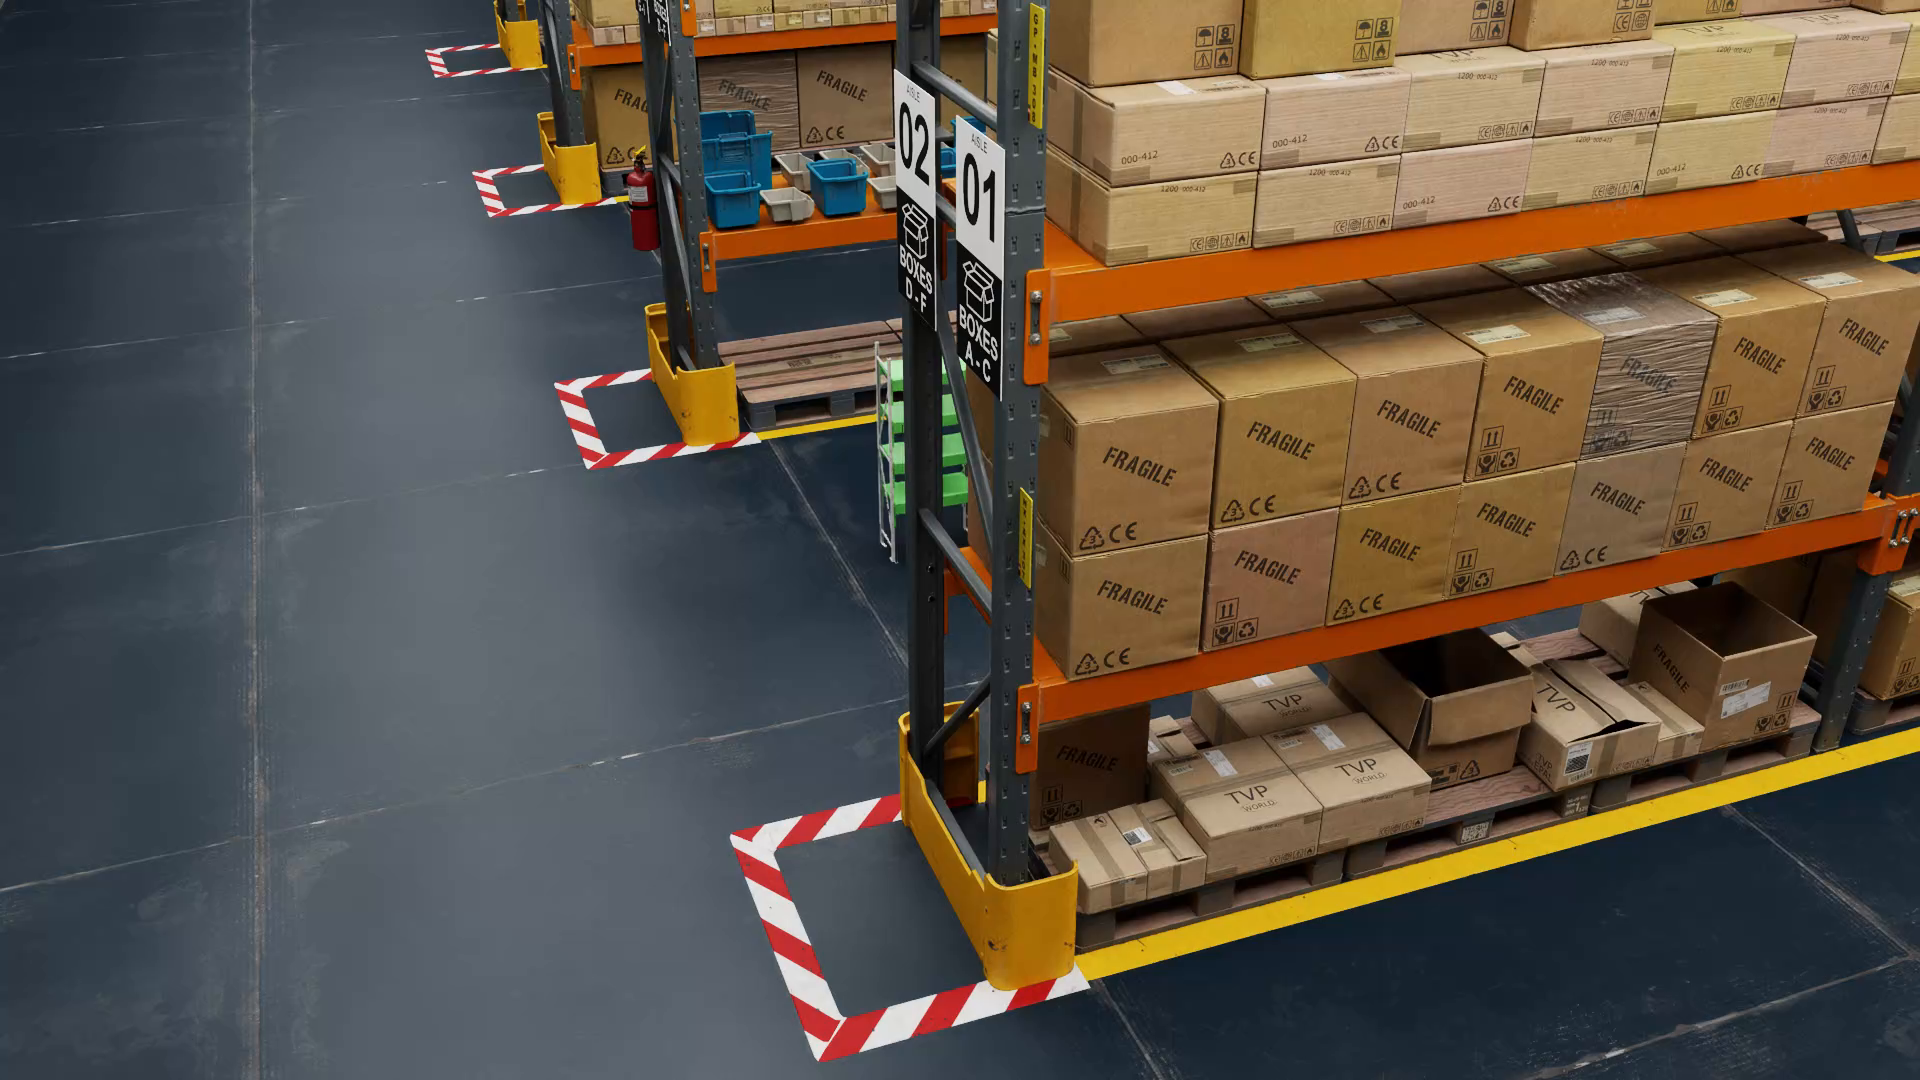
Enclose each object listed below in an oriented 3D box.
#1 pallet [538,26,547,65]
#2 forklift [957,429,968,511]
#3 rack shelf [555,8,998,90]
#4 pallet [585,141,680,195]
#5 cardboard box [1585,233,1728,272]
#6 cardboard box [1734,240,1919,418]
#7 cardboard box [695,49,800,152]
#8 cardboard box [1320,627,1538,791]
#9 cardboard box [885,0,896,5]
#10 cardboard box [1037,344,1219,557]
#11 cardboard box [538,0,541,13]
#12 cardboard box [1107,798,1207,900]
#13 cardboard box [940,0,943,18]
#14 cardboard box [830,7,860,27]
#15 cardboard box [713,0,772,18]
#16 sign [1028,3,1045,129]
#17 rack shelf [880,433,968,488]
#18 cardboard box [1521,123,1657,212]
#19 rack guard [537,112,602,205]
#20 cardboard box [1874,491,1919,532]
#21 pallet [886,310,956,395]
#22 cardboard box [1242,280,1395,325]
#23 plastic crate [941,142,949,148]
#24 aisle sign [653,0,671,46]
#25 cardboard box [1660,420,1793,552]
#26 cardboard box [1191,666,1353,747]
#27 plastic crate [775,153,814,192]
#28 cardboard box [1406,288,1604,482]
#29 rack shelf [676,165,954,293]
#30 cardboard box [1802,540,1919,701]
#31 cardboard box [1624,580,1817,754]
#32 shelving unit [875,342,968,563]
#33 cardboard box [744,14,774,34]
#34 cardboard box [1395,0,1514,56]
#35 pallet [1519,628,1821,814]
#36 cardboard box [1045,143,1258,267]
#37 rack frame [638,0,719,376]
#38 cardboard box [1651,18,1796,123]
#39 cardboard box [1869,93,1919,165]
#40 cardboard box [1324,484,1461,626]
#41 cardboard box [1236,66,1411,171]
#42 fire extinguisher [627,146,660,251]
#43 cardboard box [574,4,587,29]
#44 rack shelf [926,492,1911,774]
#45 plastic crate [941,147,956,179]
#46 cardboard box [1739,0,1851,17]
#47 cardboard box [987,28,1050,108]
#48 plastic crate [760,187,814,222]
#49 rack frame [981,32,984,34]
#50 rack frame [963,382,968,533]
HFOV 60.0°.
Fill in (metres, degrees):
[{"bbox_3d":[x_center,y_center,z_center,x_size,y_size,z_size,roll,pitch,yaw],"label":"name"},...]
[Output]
[{"bbox_3d":[-4.221,-5.722,19.080,1.213,0.211,1.003,-10,31,-18],"label":"pallet"},{"bbox_3d":[1.556,-1.473,8.875,3.031,2.935,1.130,-7,30,-13],"label":"forklift"},{"bbox_3d":[-1.556,-4.511,14.864,4.000,0.370,1.077,-10,31,-18],"label":"rack shelf"},{"bbox_3d":[-2.709,-3.441,15.076,1.213,0.211,1.003,-10,31,-18],"label":"pallet"},{"bbox_3d":[2.746,-1.010,6.881,0.500,0.500,0.500,-11,32,-19],"label":"cardboard box"},{"bbox_3d":[3.385,-0.842,6.587,0.500,0.500,0.500,-10,31,-17],"label":"cardboard box"},{"bbox_3d":[-2.006,-4.042,15.037,0.875,0.875,0.875,-10,31,-18],"label":"cardboard box"},{"bbox_3d":[2.010,0.648,7.159,0.637,0.503,0.797,-10,31,-18],"label":"cardboard box"},{"bbox_3d":[-0.488,-4.944,14.749,0.500,0.250,0.500,-9,31,-16],"label":"cardboard box"},{"bbox_3d":[0.528,-0.314,5.659,0.500,0.500,0.500,-9,31,-16],"label":"cardboard box"},{"bbox_3d":[-4.670,-6.093,19.070,0.250,0.149,0.380,-11,32,-19],"label":"cardboard box"},{"bbox_3d":[0.767,1.202,6.527,0.250,0.166,0.380,-10,31,-18],"label":"cardboard box"},{"bbox_3d":[-0.335,-4.766,14.839,0.250,0.149,0.380,-11,31,-18],"label":"cardboard box"},{"bbox_3d":[-1.058,-4.633,14.605,0.250,0.149,0.380,-11,31,-18],"label":"cardboard box"},{"bbox_3d":[-1.930,-4.678,14.281,0.500,0.250,0.500,-11,32,-19],"label":"cardboard box"},{"bbox_3d":[0.209,-1.313,4.611,0.005,0.325,0.100,-10,31,-18],"label":"sign"},{"bbox_3d":[-0.166,-0.436,8.933,0.480,0.148,0.258,-10,31,-16],"label":"rack shelf"},{"bbox_3d":[1.998,-1.347,5.705,0.500,0.250,0.500,-10,31,-18],"label":"cardboard box"},{"bbox_3d":[-3.453,-3.388,14.692,0.348,0.500,1.175,-10,31,-18],"label":"rack guard"},{"bbox_3d":[4.598,0.023,8.259,0.500,0.500,0.500,-10,31,-17],"label":"cardboard box"},{"bbox_3d":[0.224,-1.302,11.322,1.213,0.211,1.003,-10,31,-18],"label":"pallet"},{"bbox_3d":[1.299,-0.743,6.413,0.500,0.500,0.500,-10,31,-16],"label":"cardboard box"},{"bbox_3d":[-0.202,-2.479,10.777,0.250,0.136,0.298,-10,31,-18],"label":"plastic crate"},{"bbox_3d":[-1.668,-3.160,9.139,0.004,0.787,0.394,-10,31,-18],"label":"aisle sign"},{"bbox_3d":[2.907,-0.320,6.681,0.500,0.500,0.500,-10,31,-16],"label":"cardboard box"},{"bbox_3d":[1.345,0.764,7.212,0.500,0.250,0.500,-10,31,-18],"label":"cardboard box"},{"bbox_3d":[-1.002,-2.316,10.492,0.243,0.136,0.396,-10,31,-18],"label":"plastic crate"},{"bbox_3d":[1.962,-0.580,6.126,0.500,0.500,0.500,-11,31,-18],"label":"cardboard box"},{"bbox_3d":[0.171,-2.213,10.831,4.000,0.370,1.077,-10,31,-18],"label":"rack shelf"},{"bbox_3d":[4.307,0.353,7.682,0.500,0.500,0.500,-12,32,-20],"label":"cardboard box"},{"bbox_3d":[3.334,0.553,7.330,0.500,0.500,0.500,-10,31,-18],"label":"cardboard box"},{"bbox_3d":[-0.166,-0.492,8.901,0.503,1.200,0.258,-10,31,-16],"label":"shelving unit"},{"bbox_3d":[-1.779,-4.500,14.373,0.250,0.149,0.380,-11,31,-18],"label":"cardboard box"},{"bbox_3d":[1.425,-1.942,5.487,0.500,0.500,0.700,-10,31,-18],"label":"cardboard box"},{"bbox_3d":[3.125,0.758,7.707,1.213,0.211,1.003,-10,31,-18],"label":"pallet"},{"bbox_3d":[0.590,-1.090,5.255,0.500,0.250,0.500,-10,31,-18],"label":"cardboard box"},{"bbox_3d":[-1.704,-2.180,10.047,0.127,3.000,1.000,-10,31,-18],"label":"rack frame"},{"bbox_3d":[2.469,-1.647,5.728,0.500,0.250,0.500,-10,31,-18],"label":"cardboard box"},{"bbox_3d":[3.406,-1.603,6.154,0.500,0.250,0.500,-10,31,-18],"label":"cardboard box"},{"bbox_3d":[1.481,-0.056,6.217,0.500,0.500,0.500,-11,31,-18],"label":"cardboard box"},{"bbox_3d":[1.063,-1.388,5.272,0.500,0.250,0.500,-10,31,-18],"label":"cardboard box"},{"bbox_3d":[-2.003,-2.169,10.482,0.183,0.674,0.296,-10,31,-18],"label":"fire extinguisher"},{"bbox_3d":[-3.212,-4.583,14.518,0.250,0.149,0.380,-10,31,-17],"label":"cardboard box"},{"bbox_3d":[1.895,0.086,6.796,4.000,0.370,1.077,-10,31,-18],"label":"rack shelf"},{"bbox_3d":[-0.123,-2.251,10.279,0.300,0.233,0.416,-10,31,-18],"label":"plastic crate"},{"bbox_3d":[2.809,-2.231,5.994,0.500,0.500,0.700,-10,31,-18],"label":"cardboard box"},{"bbox_3d":[0.413,-1.544,5.546,0.500,0.250,0.500,-10,31,-18],"label":"cardboard box"},{"bbox_3d":[-1.028,-1.999,9.934,0.298,0.136,0.250,-10,31,-18],"label":"plastic crate"},{"bbox_3d":[0.318,-5.169,15.292,0.127,3.000,1.000,-10,31,-18],"label":"rack frame"},{"bbox_3d":[0.065,-0.531,8.970,0.015,1.200,0.240,-10,31,-16],"label":"rack frame"}]
